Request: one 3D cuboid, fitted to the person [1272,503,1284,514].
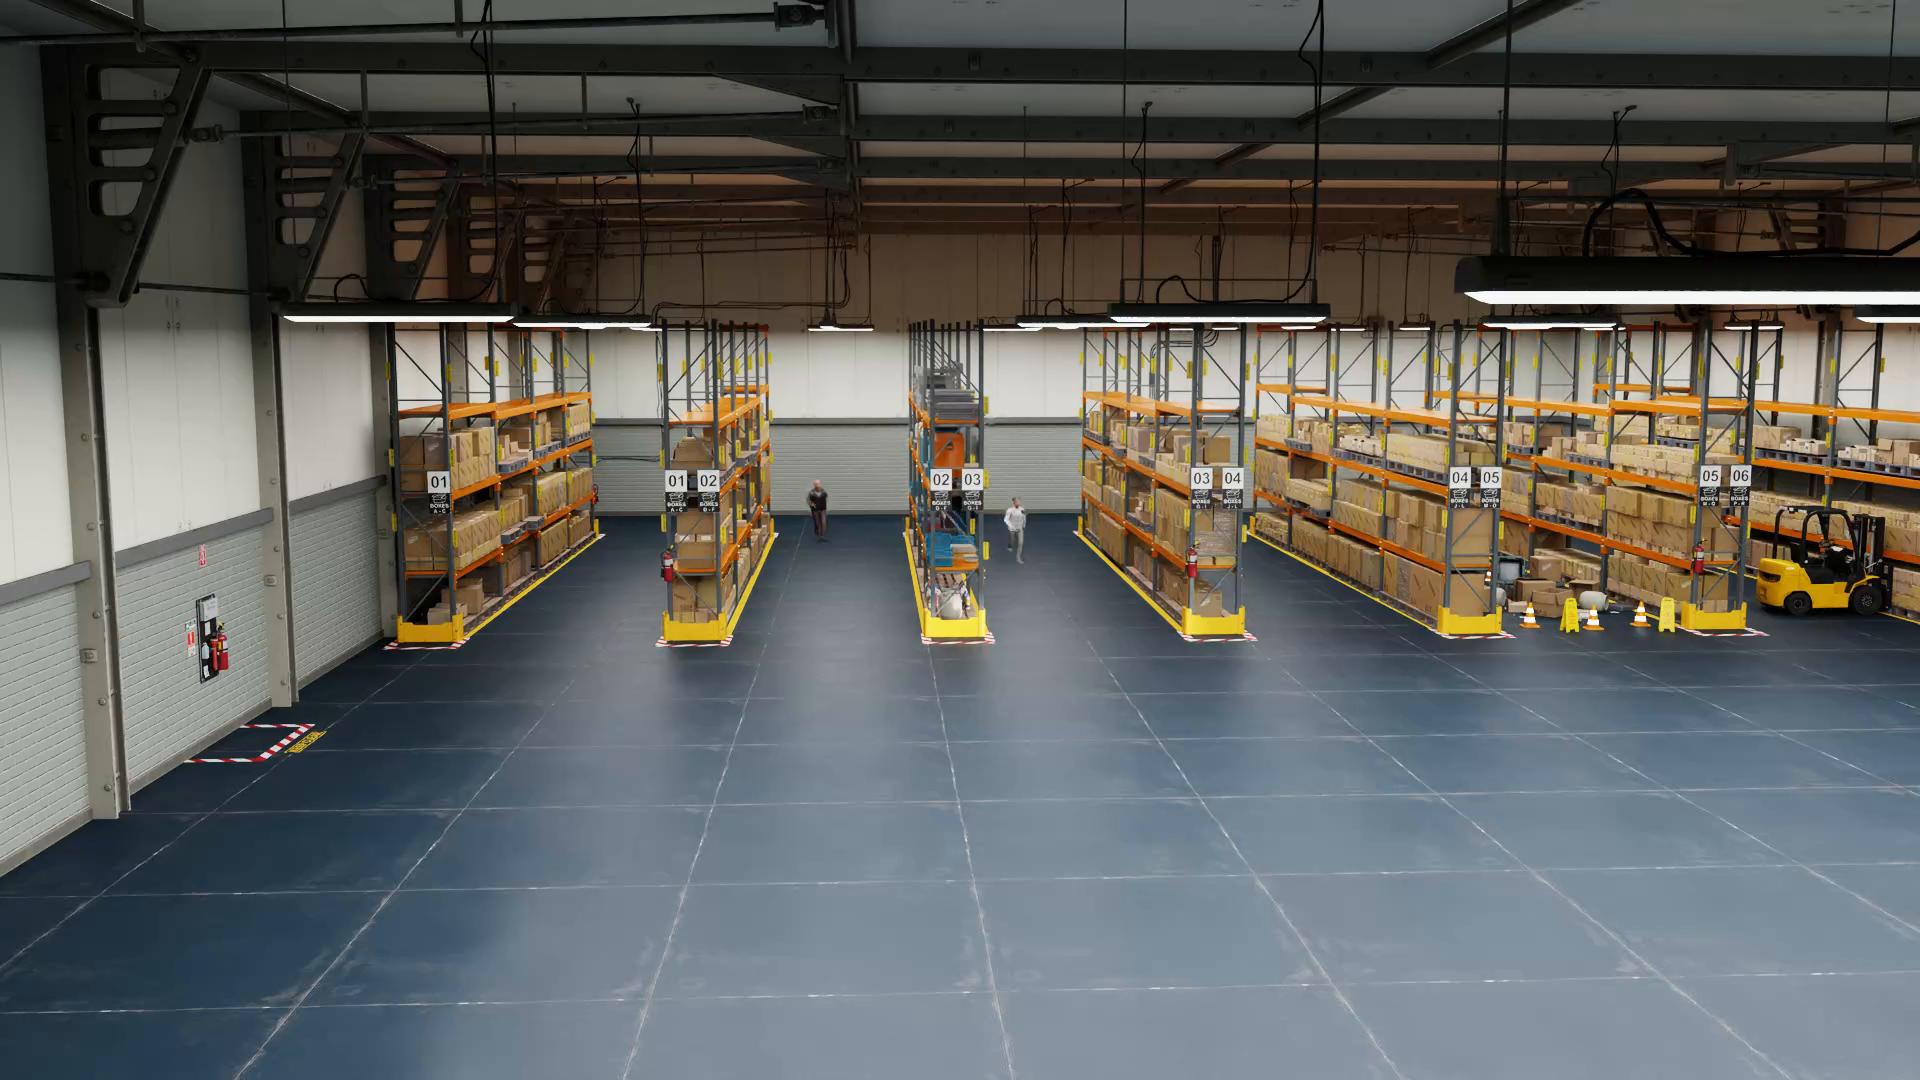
[{"bbox_3d":[9.388,-1.170,48.980,0.955,1.667,0.577,-2,7,-17],"label":"person"}]

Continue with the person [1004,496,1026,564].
[{"bbox_3d":[1.408,-0.267,42.035,0.597,1.690,0.976,-1,7,-10],"label":"person"}]

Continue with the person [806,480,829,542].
[{"bbox_3d":[-3.948,-0.813,46.271,0.672,1.703,0.845,-2,7,-15],"label":"person"}]
